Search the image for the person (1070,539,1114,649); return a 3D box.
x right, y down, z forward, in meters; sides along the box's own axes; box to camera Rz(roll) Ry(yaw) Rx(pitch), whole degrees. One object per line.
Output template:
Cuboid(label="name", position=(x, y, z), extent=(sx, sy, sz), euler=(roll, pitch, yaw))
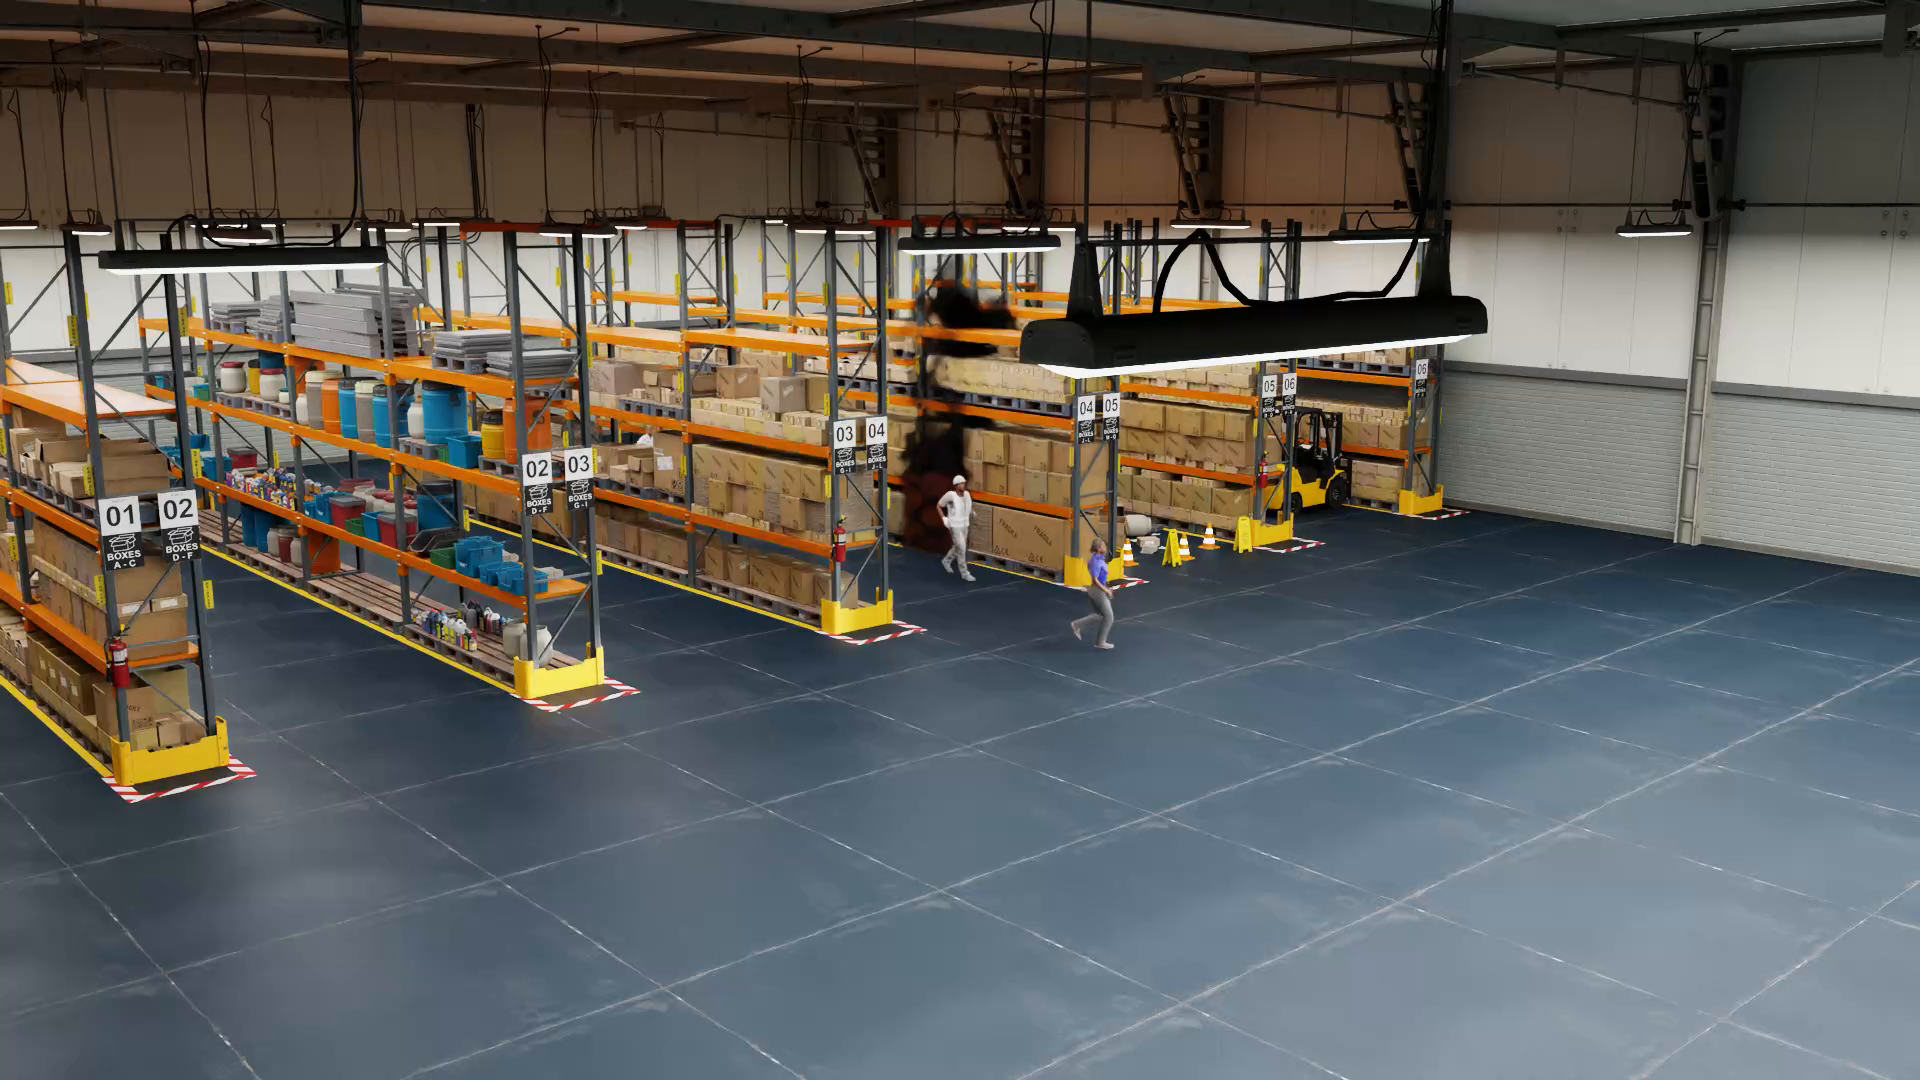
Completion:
Cuboid(label="person", position=(1.918, 0.774, 23.958), extent=(0.633, 1.611, 0.617), euler=(0, 11, -2))

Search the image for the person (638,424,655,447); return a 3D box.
Cuboid(label="person", position=(-6.603, -1.627, 35.470), extent=(0.671, 1.836, 0.944), euler=(-8, 14, -35))

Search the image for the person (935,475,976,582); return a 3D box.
Cuboid(label="person", position=(-0.031, -0.228, 28.404), extent=(0.913, 1.776, 0.700), euler=(11, 16, 42))
